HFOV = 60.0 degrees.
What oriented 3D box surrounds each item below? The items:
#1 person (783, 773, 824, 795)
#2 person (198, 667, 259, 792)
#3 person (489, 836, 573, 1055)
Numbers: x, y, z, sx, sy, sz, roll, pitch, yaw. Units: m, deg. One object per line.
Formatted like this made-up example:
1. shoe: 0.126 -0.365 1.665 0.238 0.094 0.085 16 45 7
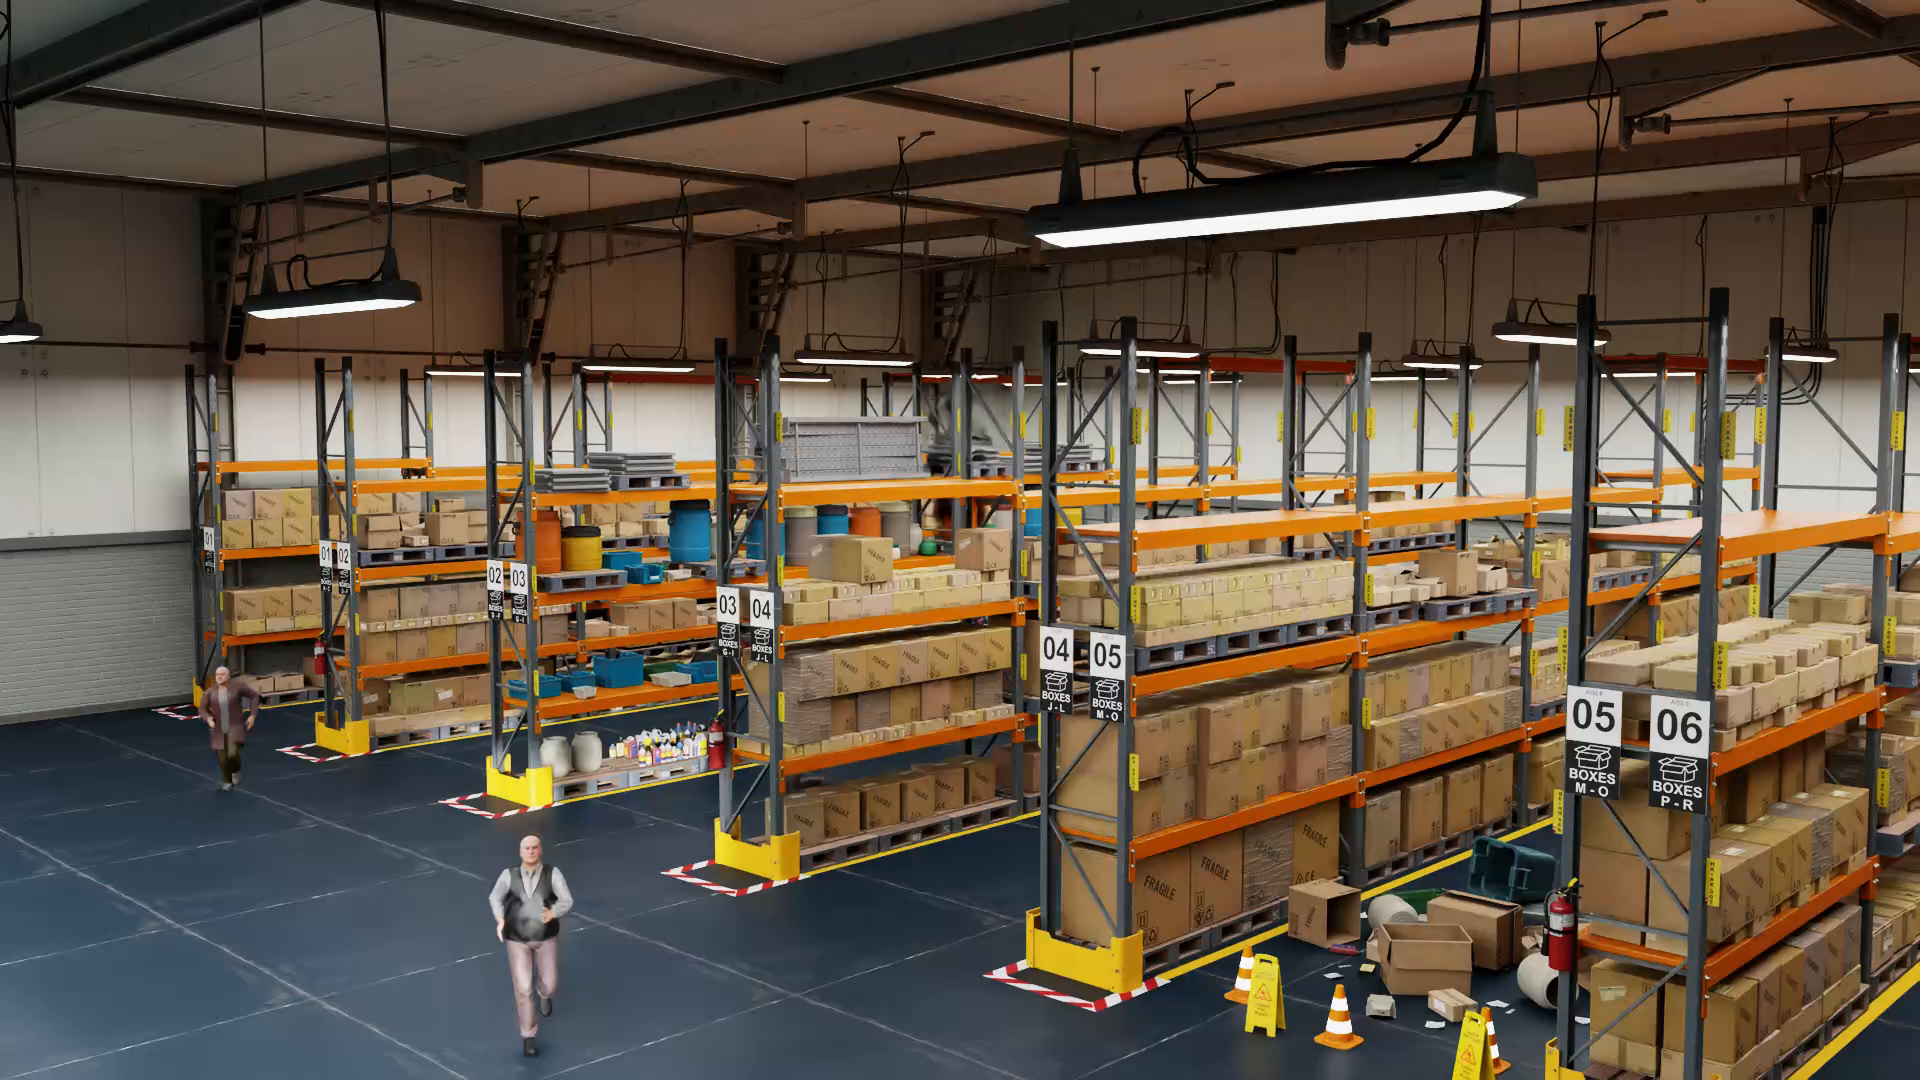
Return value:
1. person: -2.089 2.746 21.354 0.592 1.600 0.592 4 6 44
2. person: -9.900 2.571 22.478 0.732 1.729 0.753 -1 4 -10
3. person: -3.519 3.272 13.663 0.669 1.695 0.860 -1 5 -15
